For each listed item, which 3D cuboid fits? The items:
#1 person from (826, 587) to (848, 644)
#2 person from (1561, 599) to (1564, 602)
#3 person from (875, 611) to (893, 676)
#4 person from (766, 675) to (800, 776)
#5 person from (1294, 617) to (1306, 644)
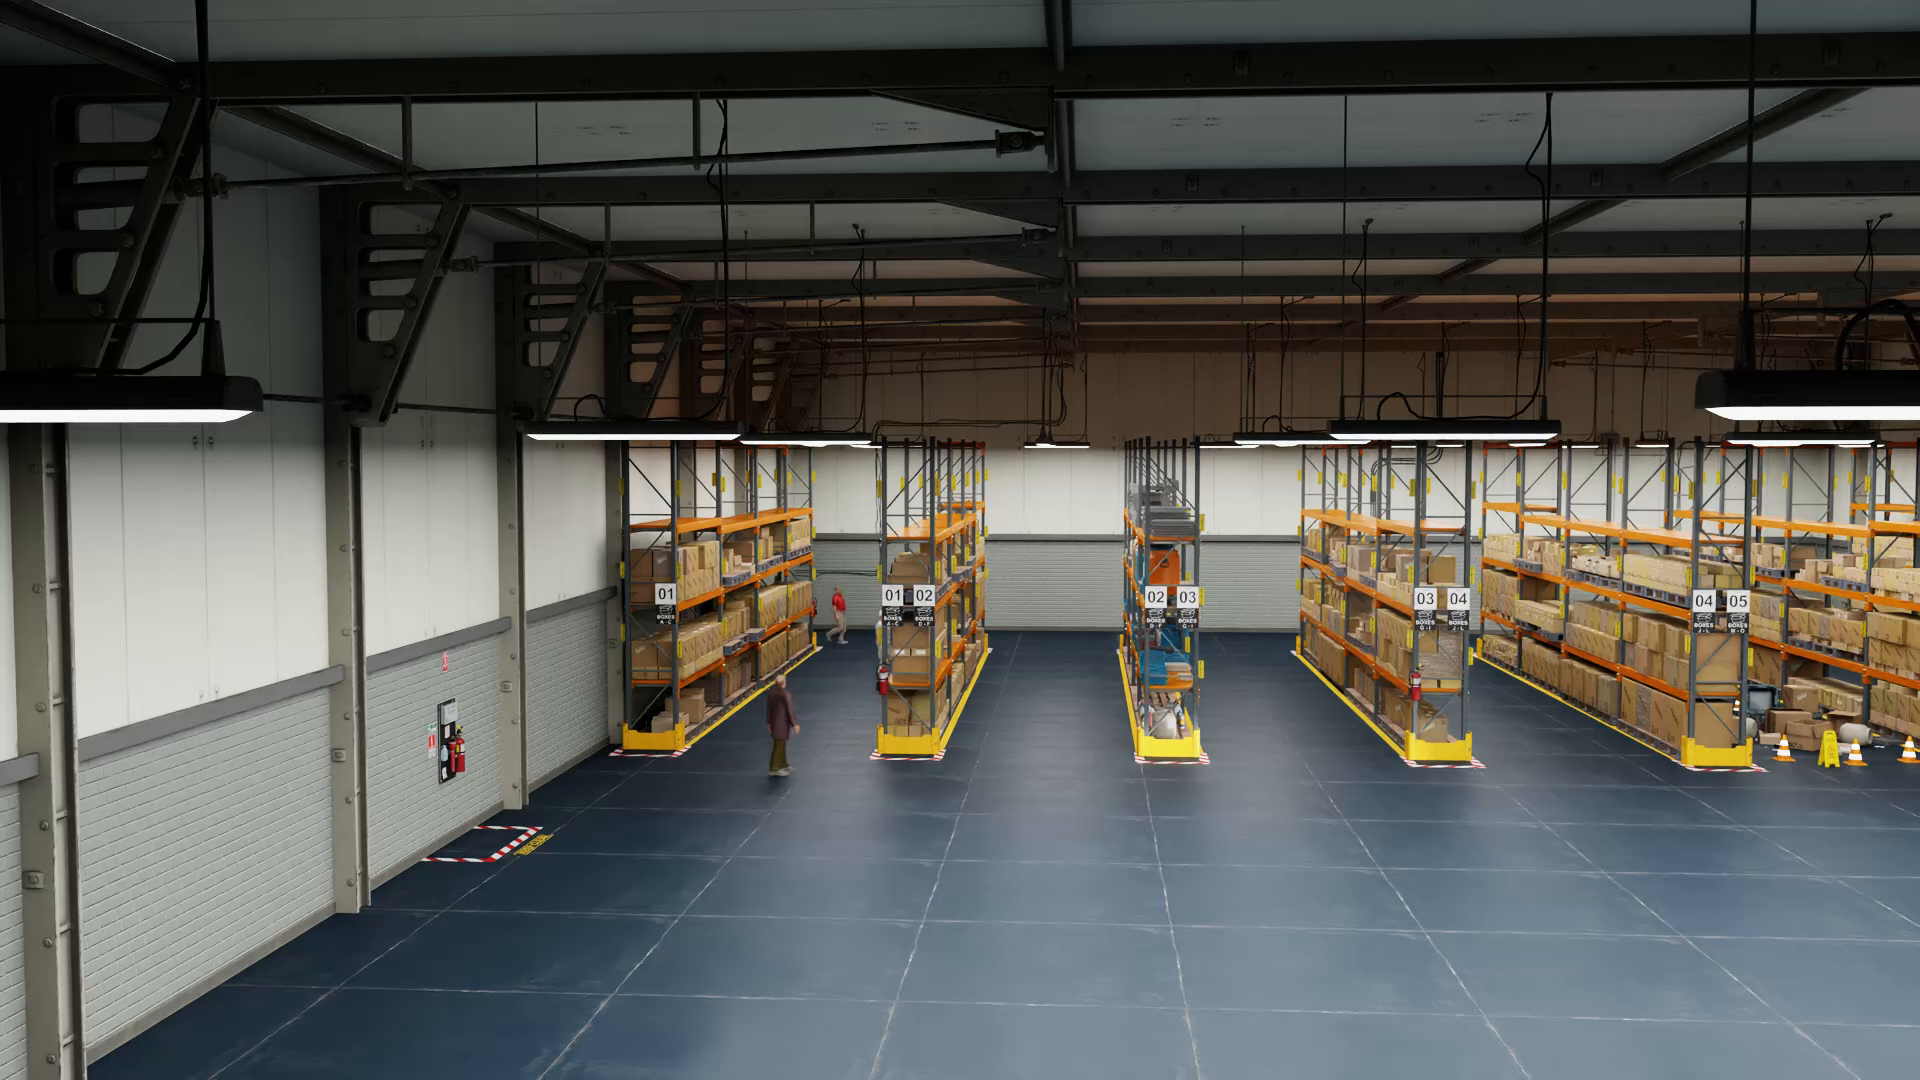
[{"bbox_3d":[-3.607,2.225,49.240,0.585,1.694,0.559,0,3,8],"label":"person"},{"bbox_3d":[16.622,2.451,45.816,0.542,1.680,0.667,-1,3,-10],"label":"person"},{"bbox_3d":[-1.852,2.624,41.110,0.544,1.787,0.698,2,3,26],"label":"person"},{"bbox_3d":[-3.095,3.272,29.385,0.603,1.782,0.651,-2,3,-28],"label":"person"},{"bbox_3d":[10.288,2.223,49.062,0.550,1.710,1.062,2,4,37],"label":"person"}]
